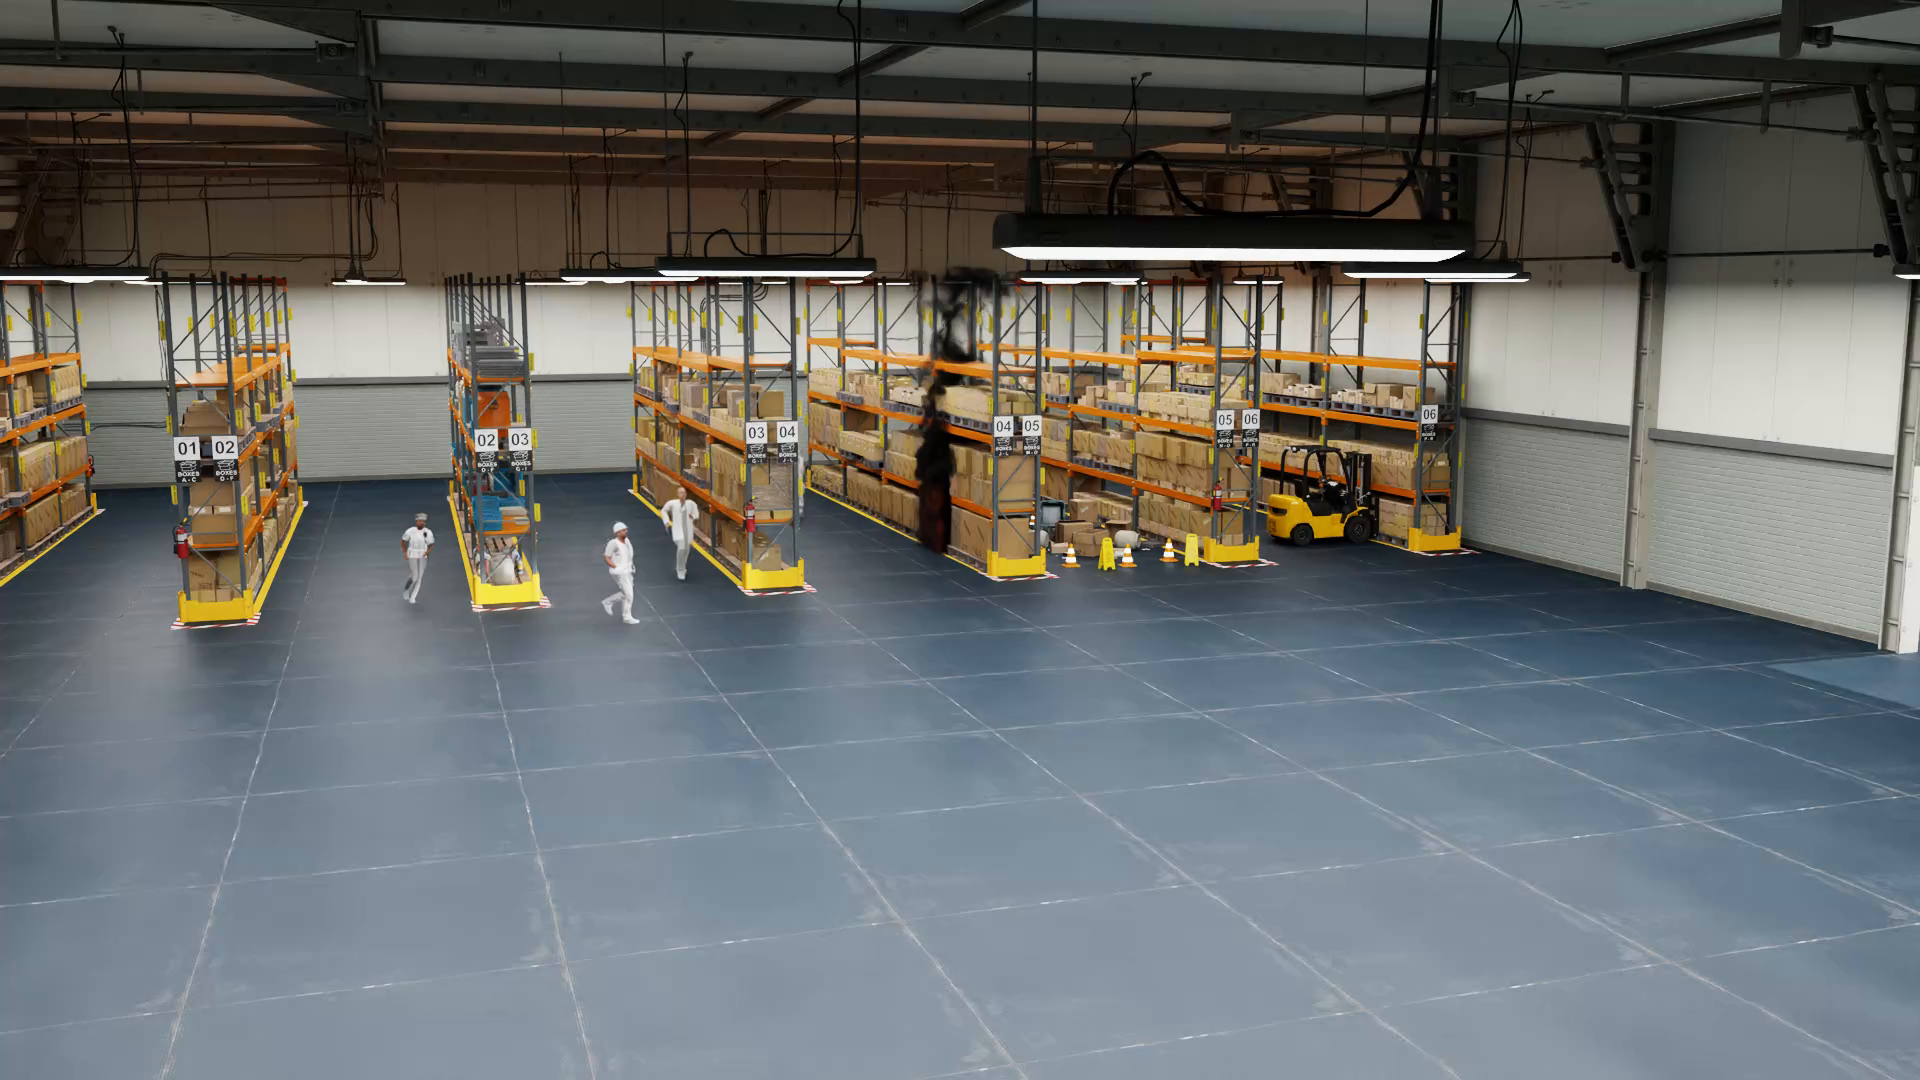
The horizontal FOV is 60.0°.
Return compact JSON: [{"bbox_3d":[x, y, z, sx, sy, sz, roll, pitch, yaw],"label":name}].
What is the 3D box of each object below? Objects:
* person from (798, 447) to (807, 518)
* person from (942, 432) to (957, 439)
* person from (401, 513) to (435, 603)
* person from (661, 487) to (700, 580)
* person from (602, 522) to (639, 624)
[{"bbox_3d":[-4.157,-1.484,41.937,0.634,1.777,0.984,-4,9,-24],"label":"person"},{"bbox_3d":[-0.243,-2.846,51.222,0.710,1.762,0.795,-1,9,-6],"label":"person"},{"bbox_3d":[-9.924,0.332,30.478,0.604,1.646,0.521,-5,10,-30],"label":"person"},{"bbox_3d":[-5.530,-0.134,33.129,0.675,1.846,0.829,-5,10,-30],"label":"person"},{"bbox_3d":[-5.874,0.561,28.612,0.754,1.749,0.694,3,9,17],"label":"person"}]
